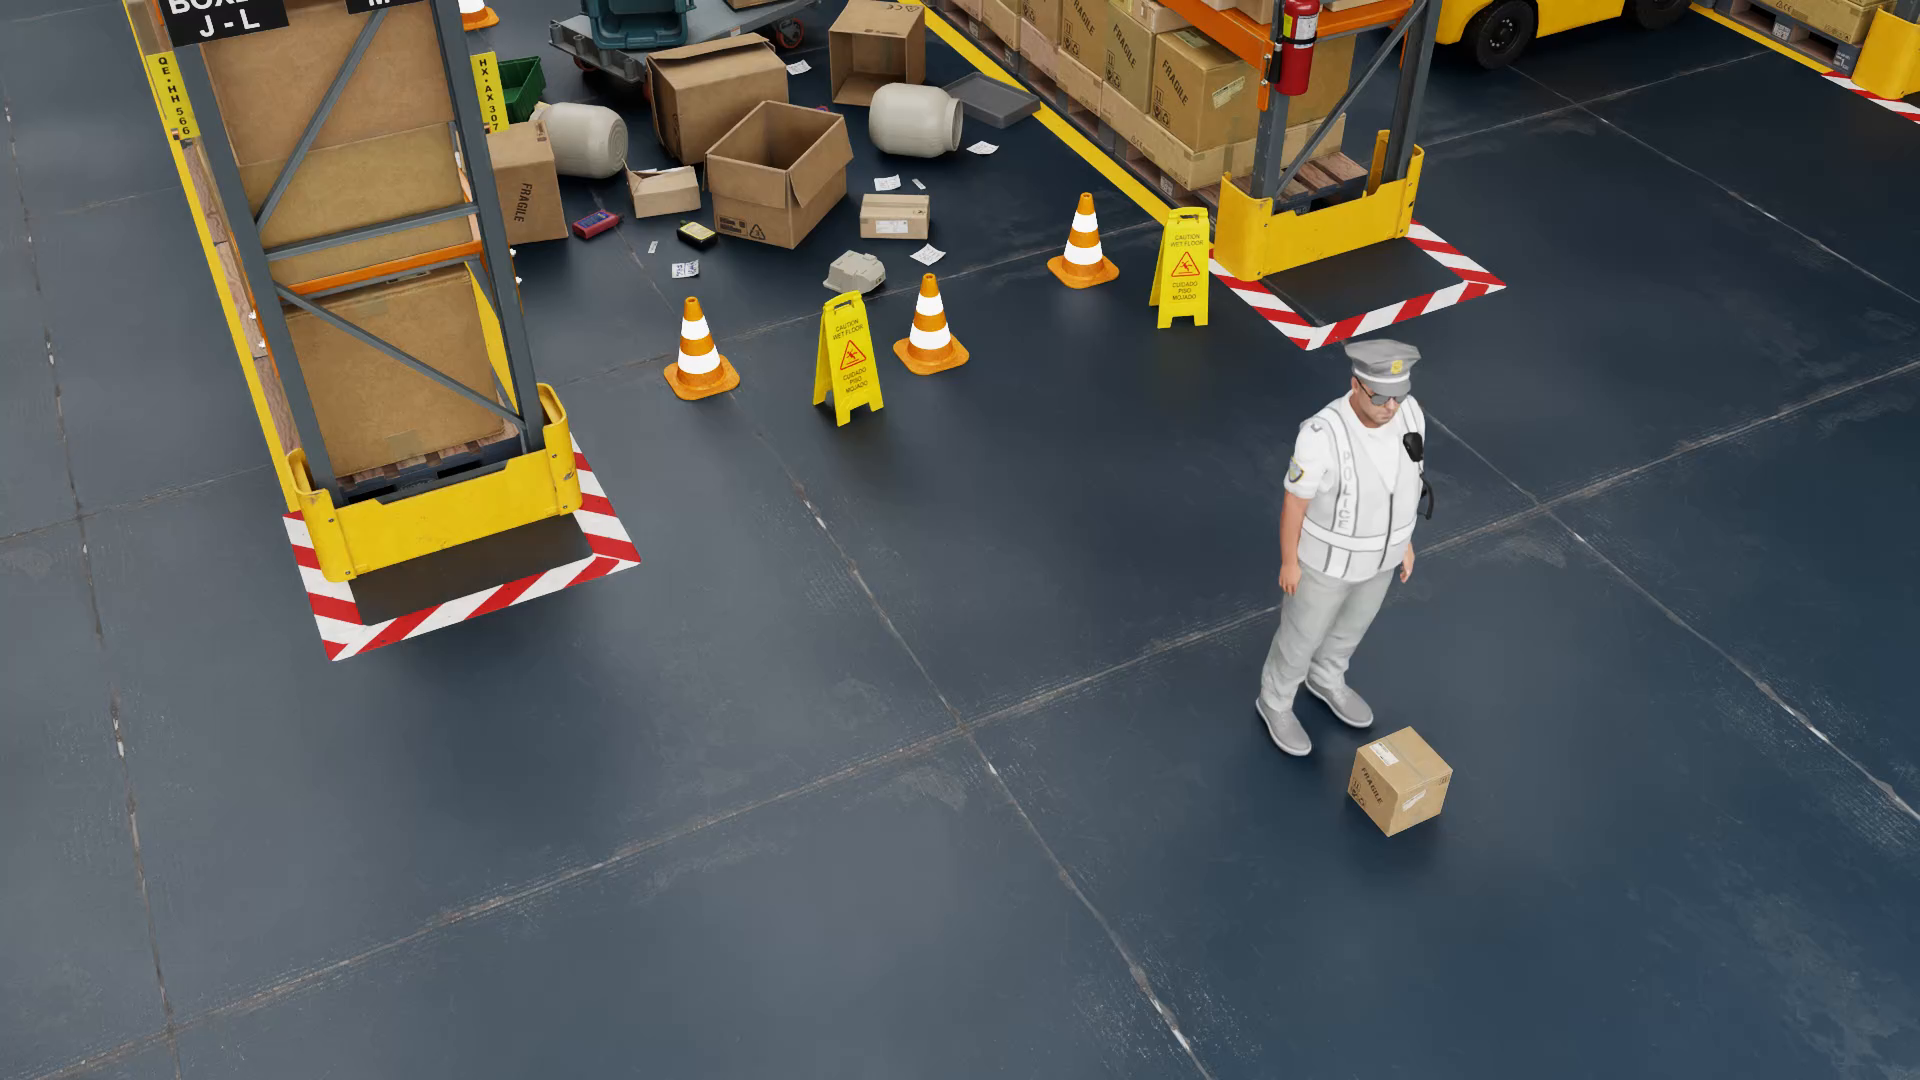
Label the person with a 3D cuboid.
[{"bbox_3d":[1.421,0.030,6.084,0.539,1.769,0.392,-18,44,-20],"label":"person"}]
